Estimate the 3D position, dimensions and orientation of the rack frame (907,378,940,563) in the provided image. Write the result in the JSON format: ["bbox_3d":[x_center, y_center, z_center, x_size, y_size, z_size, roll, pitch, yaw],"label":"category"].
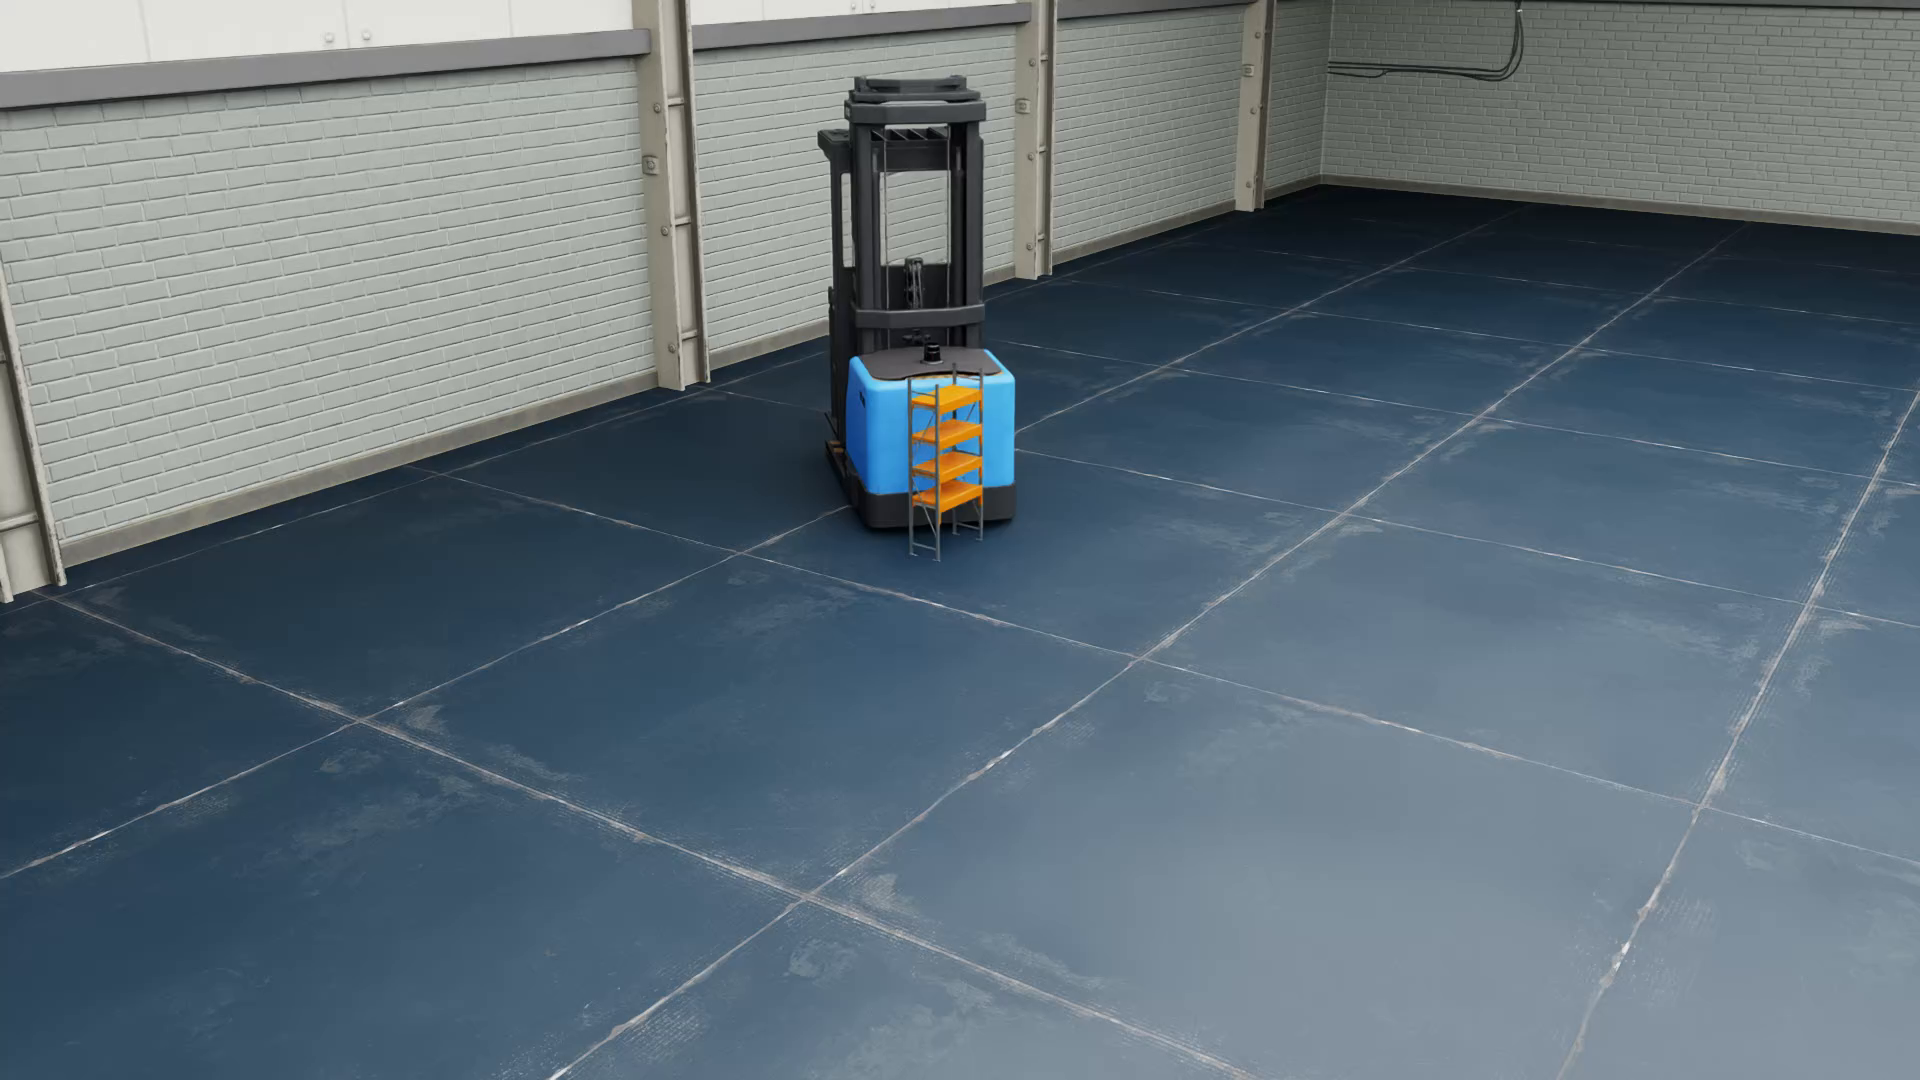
[{"bbox_3d":[-0.234,-0.442,10.731,0.240,1.200,0.015,14,25,33],"label":"rack frame"}]

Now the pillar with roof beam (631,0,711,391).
[{"bbox_3d":[1.050,-4.801,11.272,9.100,9.000,0.400,13,24,32],"label":"pillar with roof beam"}]

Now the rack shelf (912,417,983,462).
[{"bbox_3d":[-0.091,-0.657,10.862,0.258,0.148,0.480,14,25,33],"label":"rack shelf"}]

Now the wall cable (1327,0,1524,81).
[{"bbox_3d":[6.985,-8.214,24.976,3.097,2.526,0.112,13,24,32],"label":"wall cable"}]

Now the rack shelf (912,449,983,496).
[{"bbox_3d":[-0.091,-0.448,10.939,0.258,0.148,0.480,14,25,33],"label":"rack shelf"}]

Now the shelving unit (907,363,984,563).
[{"bbox_3d":[-0.091,-0.511,10.916,0.258,1.200,0.503,14,25,33],"label":"shelving unit"}]

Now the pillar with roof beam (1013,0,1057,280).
[{"bbox_3d":[4.422,-6.522,15.926,9.100,9.000,0.400,13,24,32],"label":"pillar with roof beam"}]

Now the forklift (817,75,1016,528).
[{"bbox_3d":[-0.426,-1.933,12.266,1.130,2.935,3.031,-4,21,-11],"label":"forklift"}]

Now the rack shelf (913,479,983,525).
[{"bbox_3d":[-0.091,-0.261,11.008,0.258,0.148,0.480,14,25,33],"label":"rack shelf"}]

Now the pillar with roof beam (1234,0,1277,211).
[{"bbox_3d":[7.795,-8.244,20.580,9.100,9.000,0.400,13,24,32],"label":"pillar with roof beam"}]

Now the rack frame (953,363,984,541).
[{"bbox_3d":[0.052,-0.579,11.102,0.240,1.200,0.015,14,25,33],"label":"rack frame"}]

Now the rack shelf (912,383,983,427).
[{"bbox_3d":[-0.091,-0.879,10.780,0.258,0.148,0.480,14,25,33],"label":"rack shelf"}]

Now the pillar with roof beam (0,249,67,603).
[{"bbox_3d":[-2.323,-3.079,6.618,9.100,9.000,0.400,13,24,32],"label":"pillar with roof beam"}]
